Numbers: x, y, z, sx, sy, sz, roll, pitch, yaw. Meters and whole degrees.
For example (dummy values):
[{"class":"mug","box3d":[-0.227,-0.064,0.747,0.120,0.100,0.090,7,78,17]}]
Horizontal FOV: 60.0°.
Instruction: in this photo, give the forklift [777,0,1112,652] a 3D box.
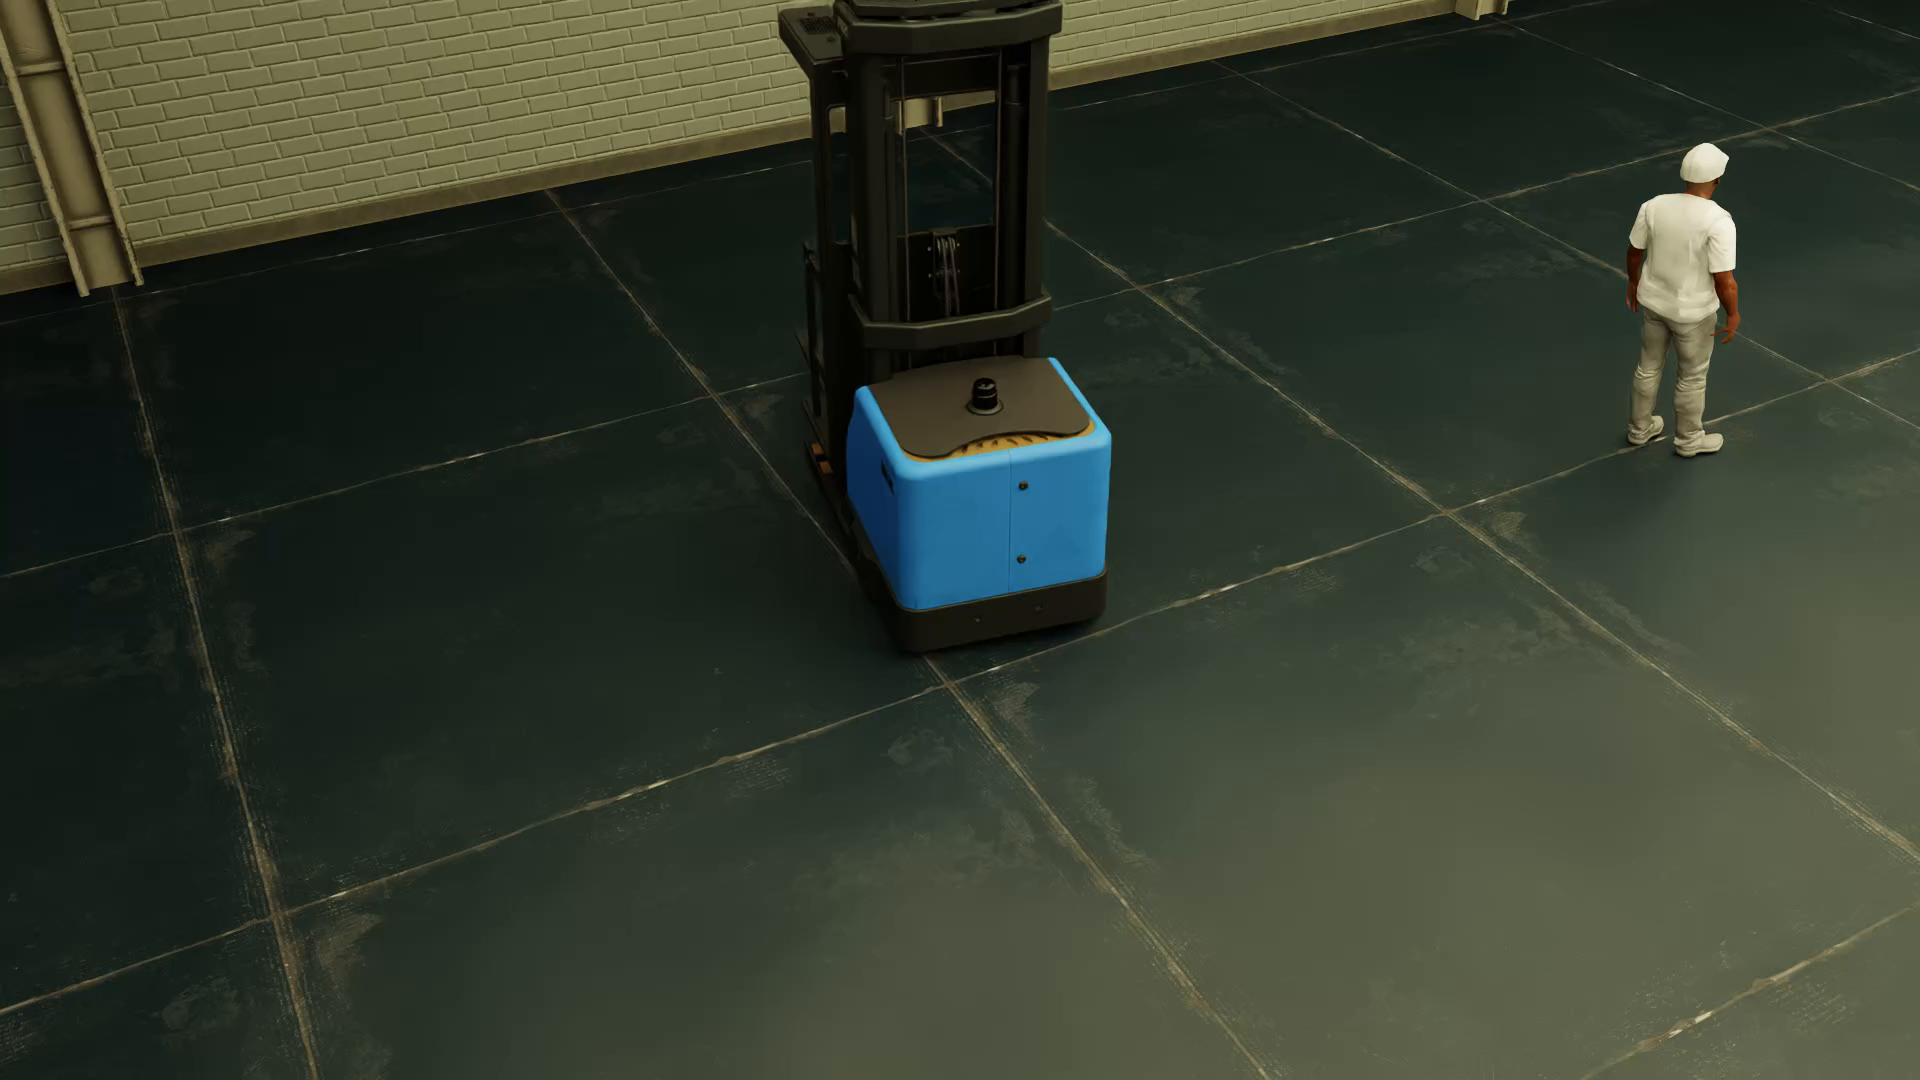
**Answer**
[{"class":"forklift","box3d":[-0.222,-1.521,8.274,1.130,2.935,3.031,-10,37,-14]}]

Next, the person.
[{"class":"person","box3d":[3.916,-1.298,8.961,0.578,1.759,0.666,-22,41,-28]}]
